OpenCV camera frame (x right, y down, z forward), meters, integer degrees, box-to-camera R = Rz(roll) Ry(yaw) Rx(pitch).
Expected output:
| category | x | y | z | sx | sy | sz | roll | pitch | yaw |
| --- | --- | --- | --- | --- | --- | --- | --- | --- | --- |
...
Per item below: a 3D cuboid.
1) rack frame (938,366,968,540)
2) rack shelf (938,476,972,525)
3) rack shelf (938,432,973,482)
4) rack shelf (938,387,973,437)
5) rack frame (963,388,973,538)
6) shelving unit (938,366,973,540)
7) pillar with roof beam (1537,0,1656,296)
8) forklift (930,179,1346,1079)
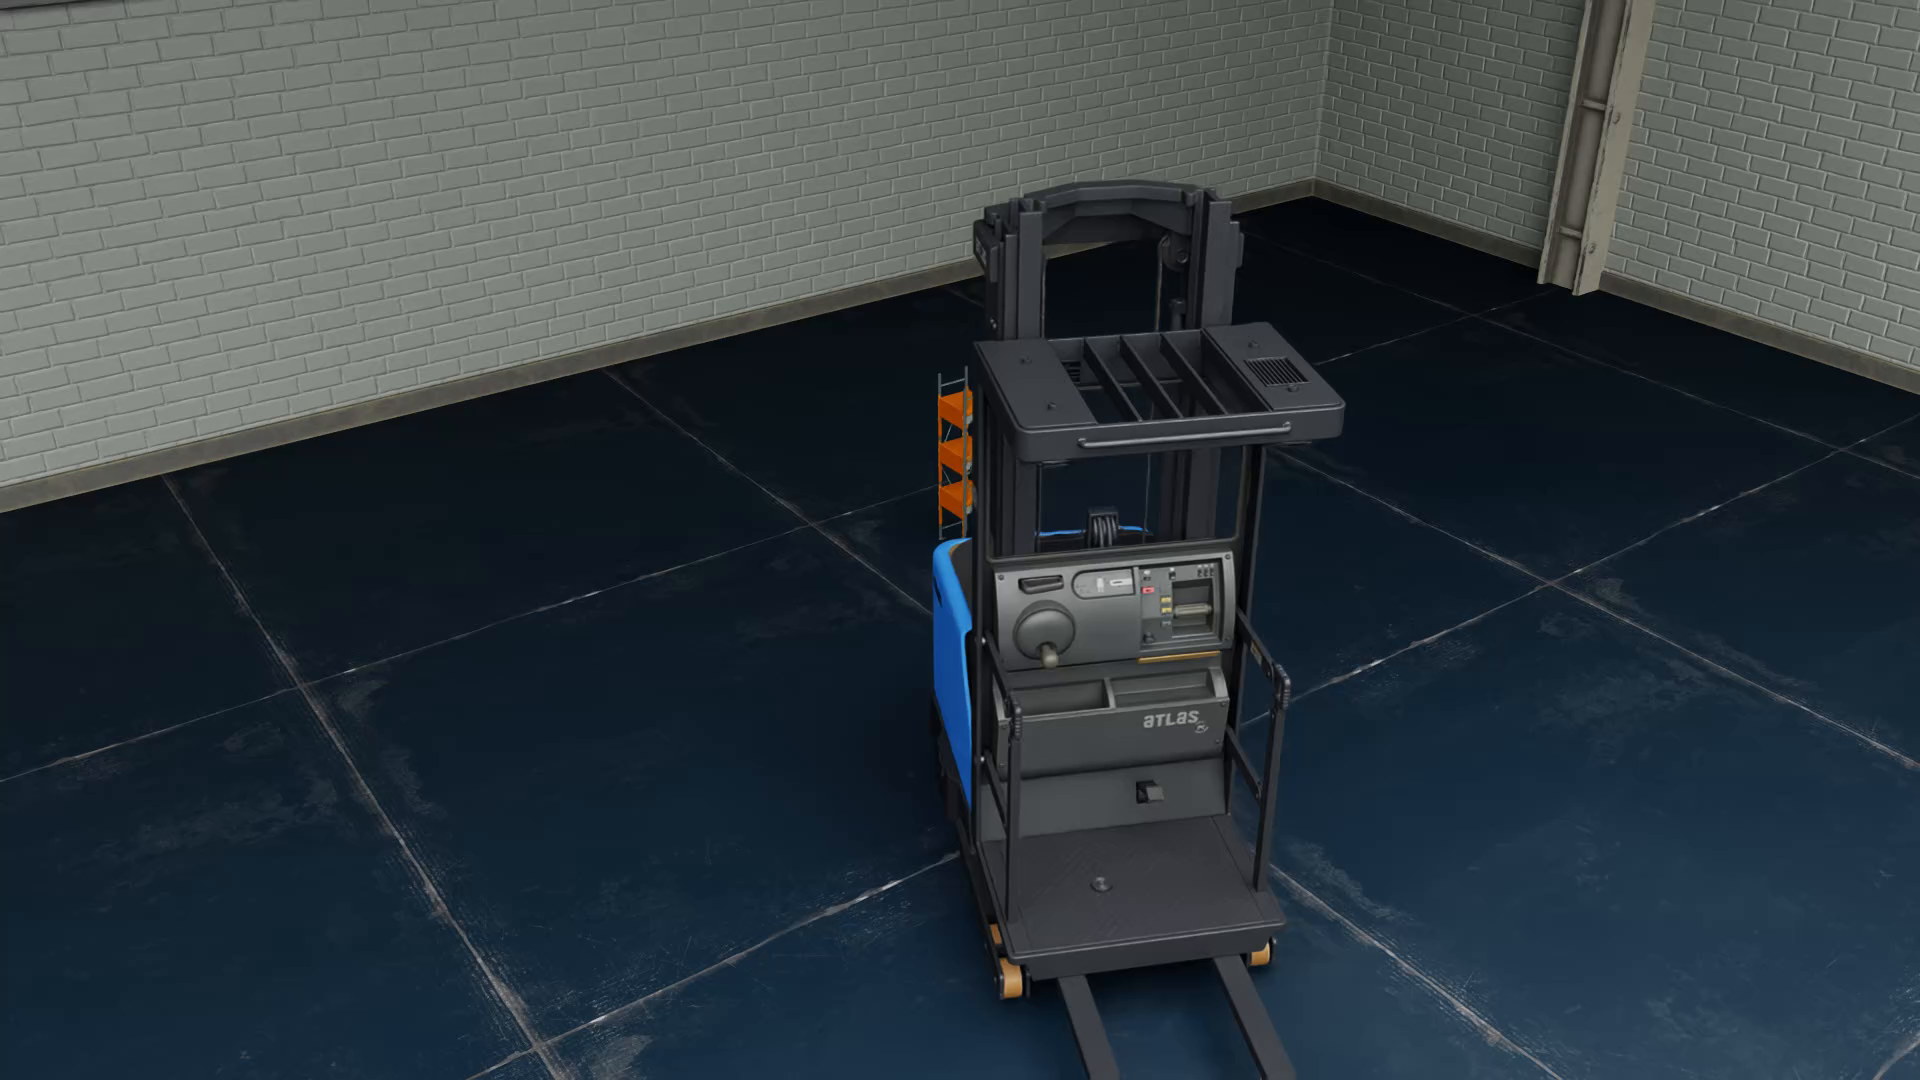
| category | x | y | z | sx | sy | sz | roll | pitch | yaw |
| --- | --- | --- | --- | --- | --- | --- | --- | --- | --- |
| rack frame | -0.040 | -0.488 | 9.548 | 0.200 | 1.050 | 0.008 | -19 | 34 | -31 |
| rack shelf | 0.031 | -0.187 | 9.599 | 0.215 | 0.259 | 0.240 | -19 | 34 | -31 |
| rack shelf | 0.031 | -0.431 | 9.466 | 0.215 | 0.259 | 0.240 | -19 | 34 | -31 |
| rack shelf | 0.031 | -0.681 | 9.331 | 0.215 | 0.259 | 0.240 | -19 | 34 | -31 |
| rack frame | 0.102 | -0.393 | 9.374 | 0.200 | 1.050 | 0.008 | -19 | 34 | -31 |
| shelving unit | 0.031 | -0.441 | 9.461 | 0.215 | 1.050 | 0.252 | -19 | 34 | -31 |
| pillar with roof beam | 1.460 | -4.842 | 9.237 | 9.100 | 9.000 | 0.400 | -19 | 34 | -31 |
| forklift | 0.632 | 0.305 | 6.117 | 1.130 | 2.935 | 3.031 | -5 | 29 | -9 |
